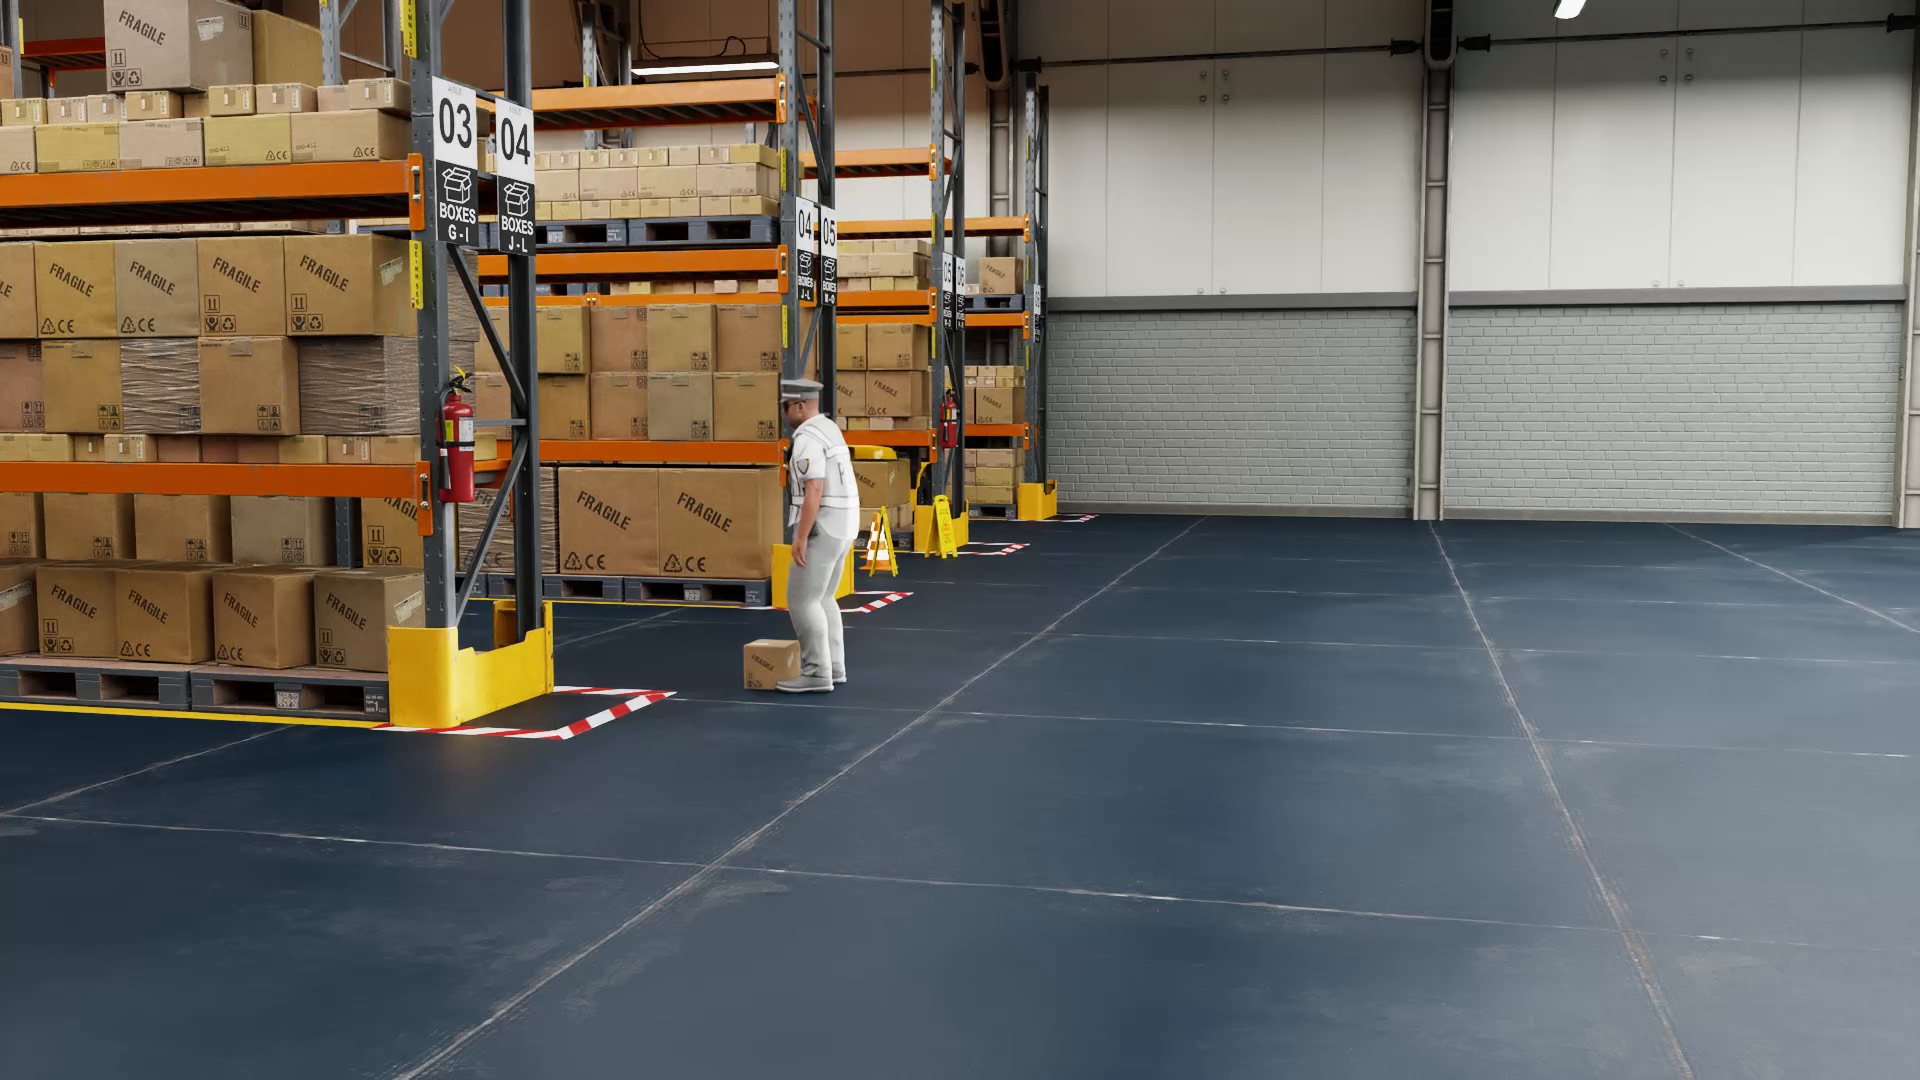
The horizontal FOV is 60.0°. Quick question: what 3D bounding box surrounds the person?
[{"bbox_3d":[-0.796,-0.031,9.351,0.436,1.746,0.590,1,5,11],"label":"person"}]
